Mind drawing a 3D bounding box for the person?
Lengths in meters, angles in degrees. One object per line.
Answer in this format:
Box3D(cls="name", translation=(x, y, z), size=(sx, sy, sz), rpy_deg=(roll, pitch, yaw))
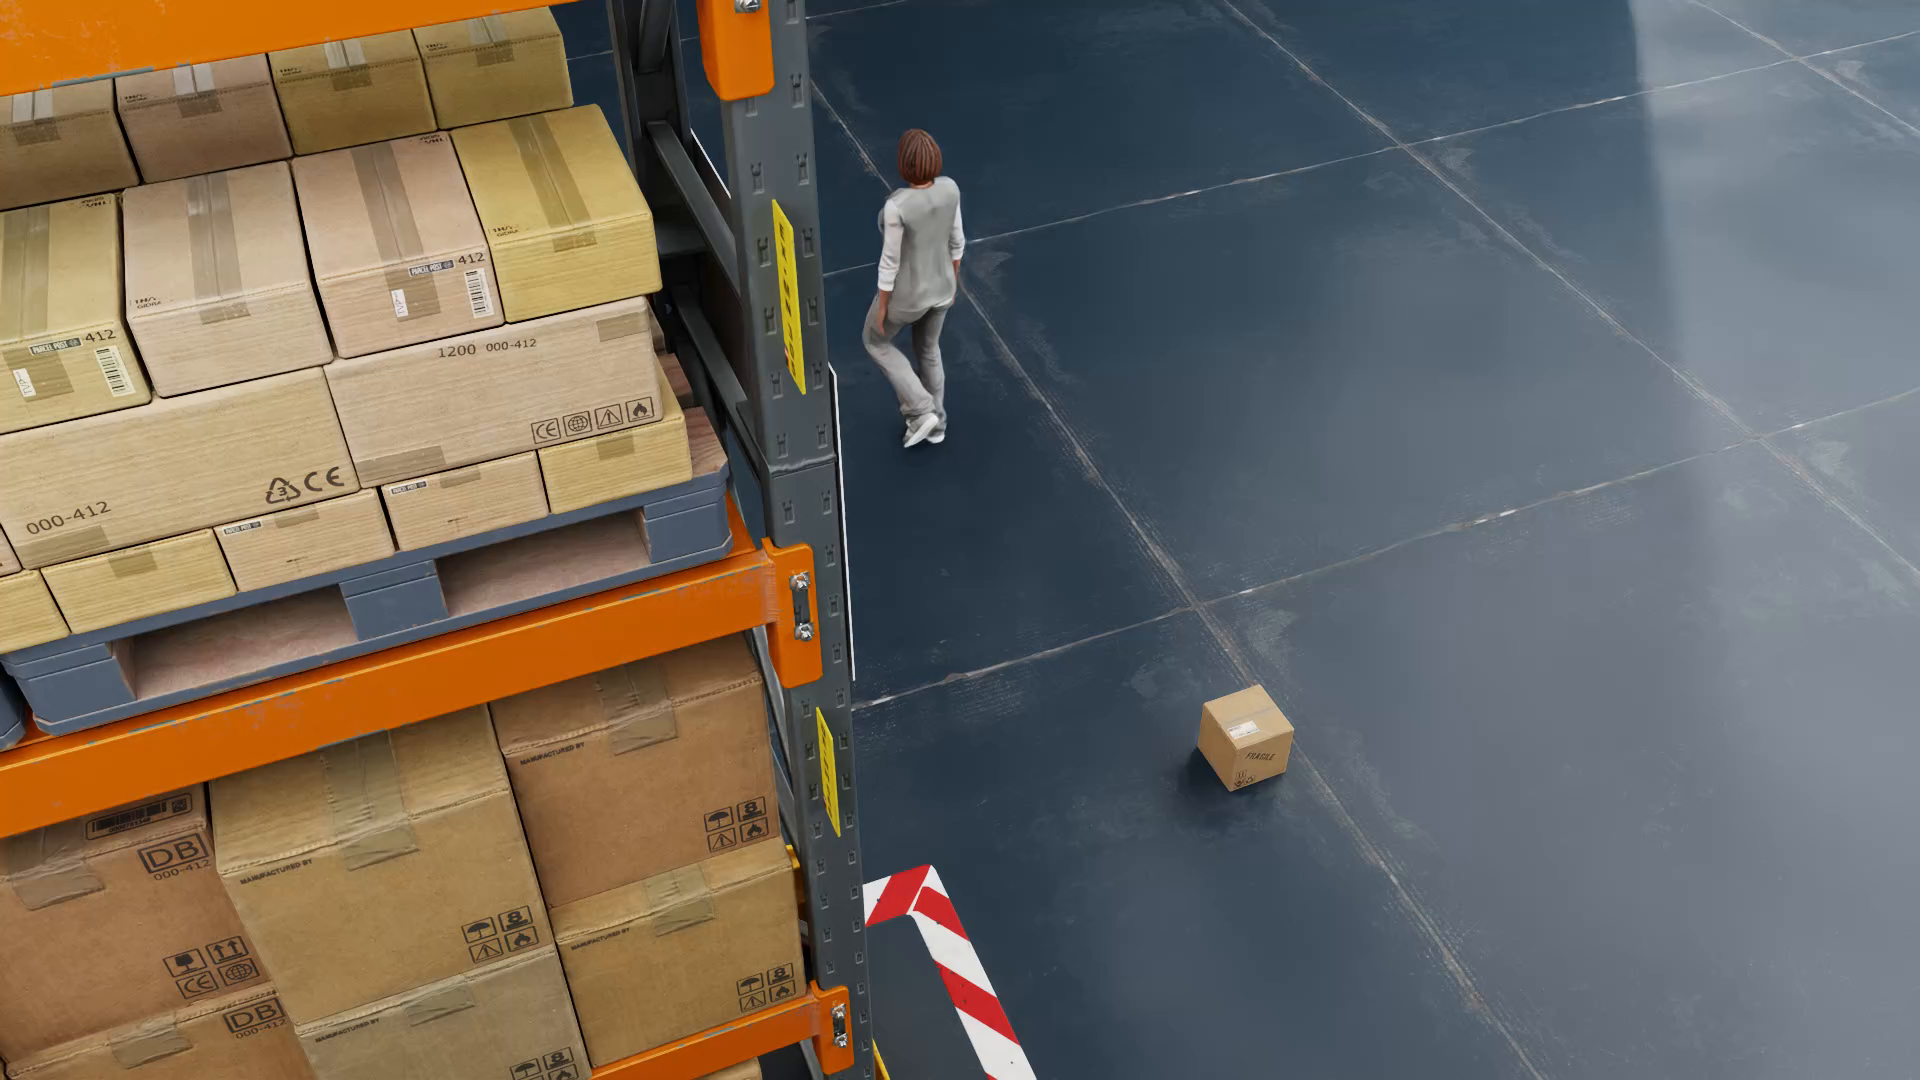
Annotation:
Box3D(cls="person", translation=(-0.193, -1.087, 7.318), size=(0.442, 1.596, 0.420), rpy_deg=(-25, 48, -25))
